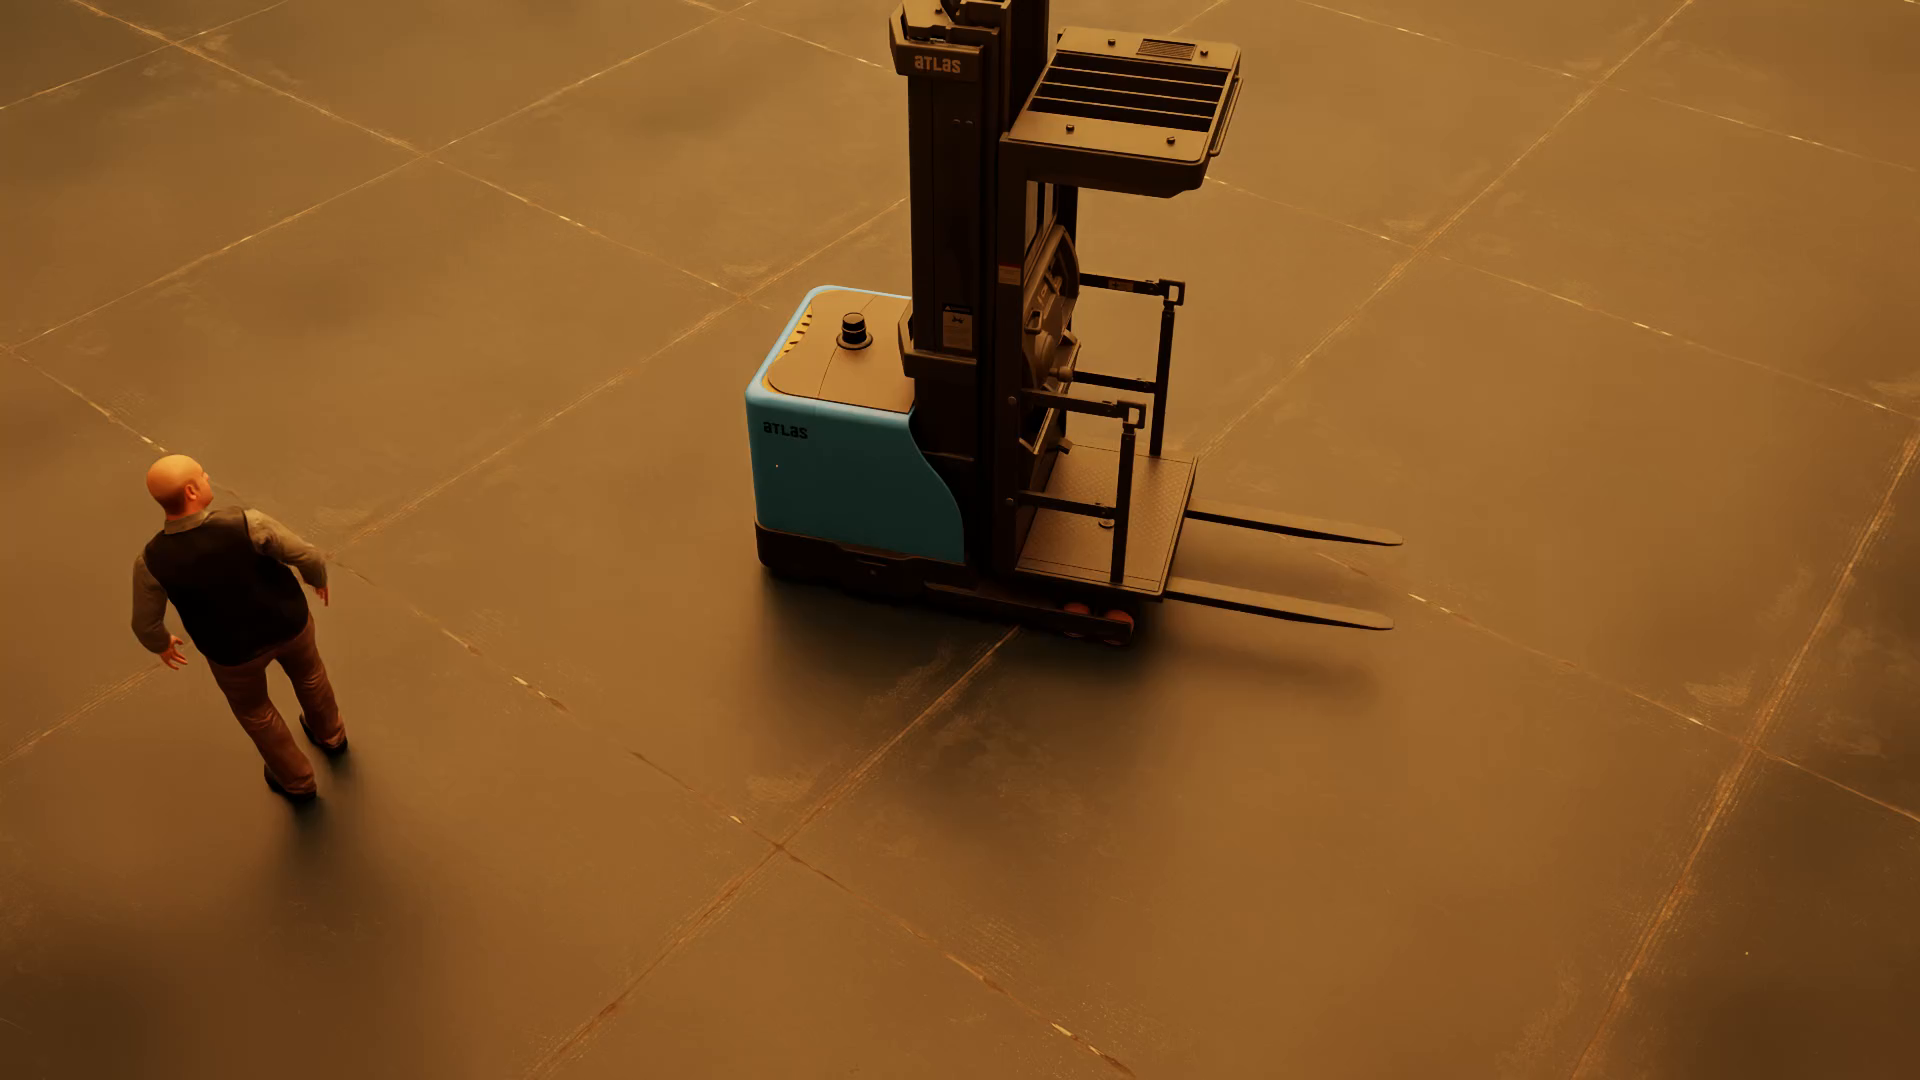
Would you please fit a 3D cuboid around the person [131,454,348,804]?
[{"bbox_3d":[-2.871,0.337,6.627,0.733,1.705,0.515,-27,47,-28],"label":"person"}]

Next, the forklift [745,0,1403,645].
[{"bbox_3d":[0.587,-1.011,7.260,3.031,2.935,1.130,10,41,12],"label":"forklift"}]
